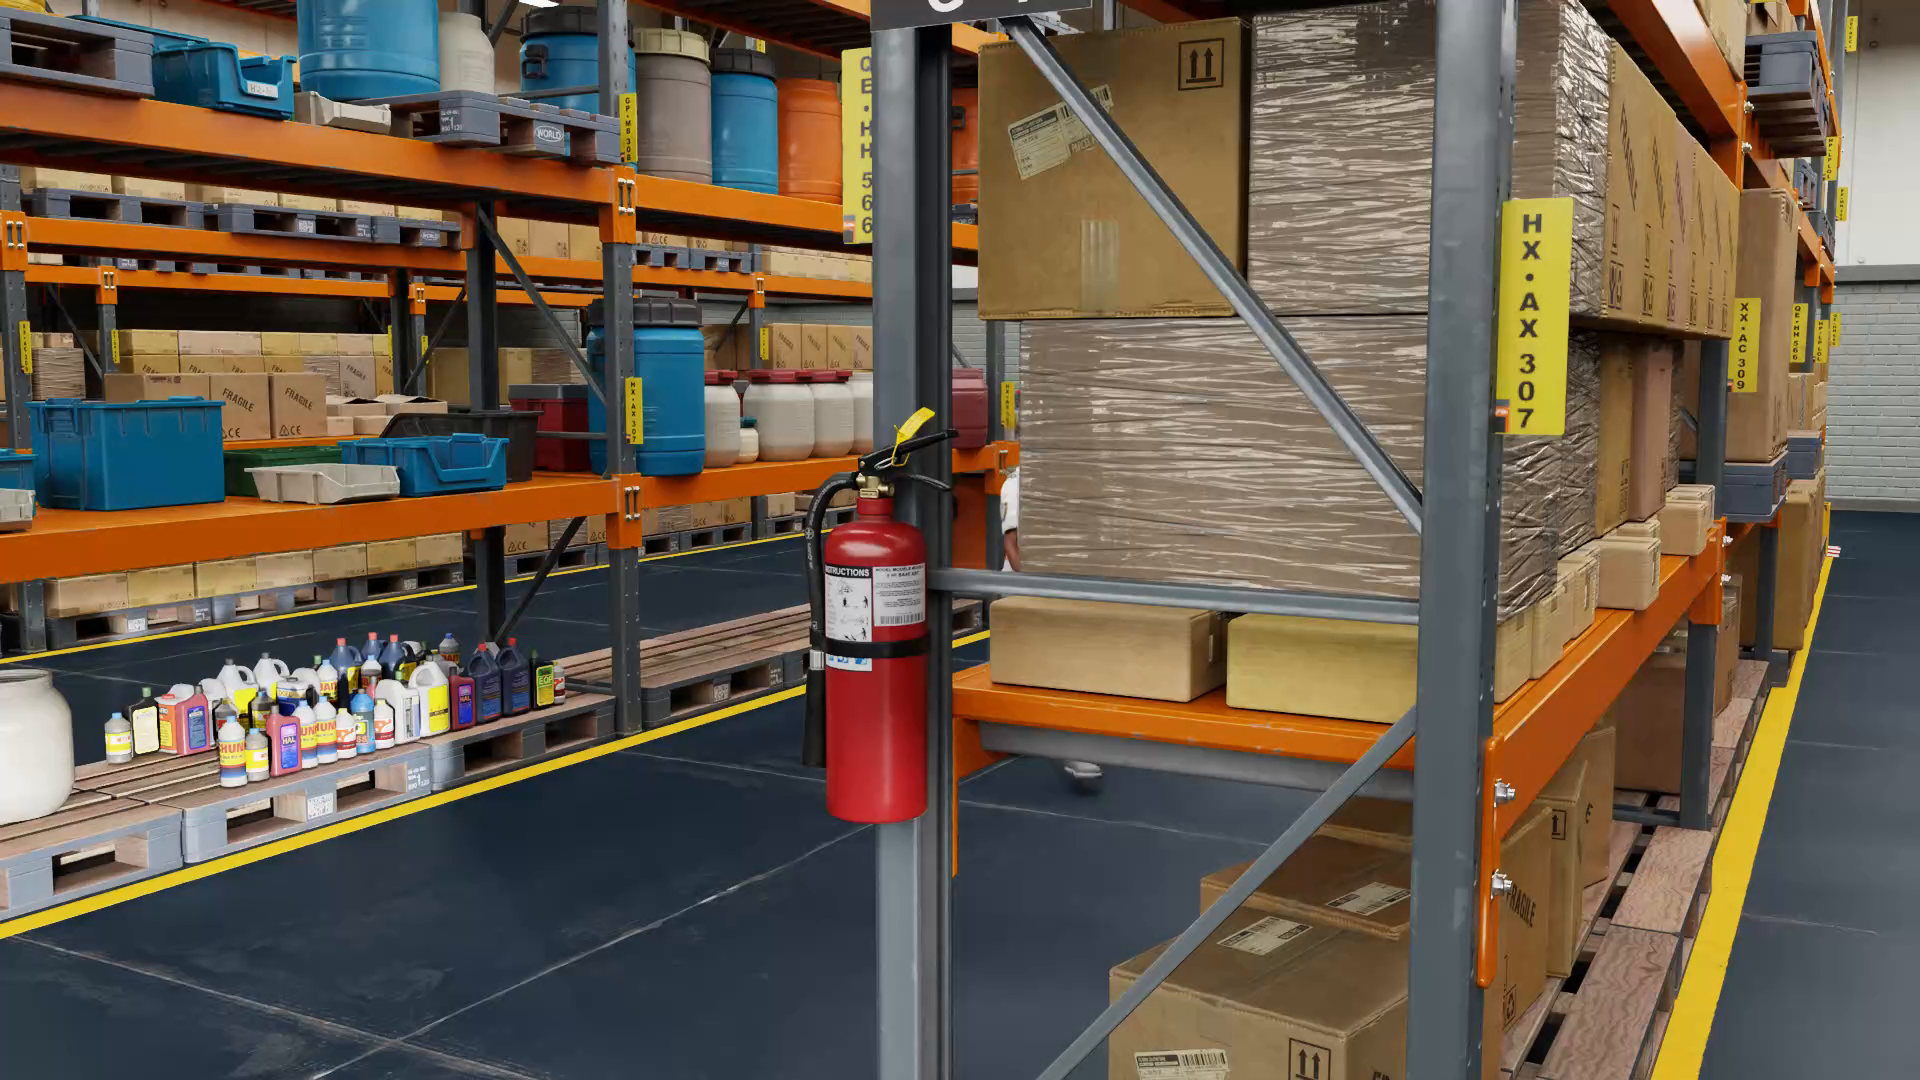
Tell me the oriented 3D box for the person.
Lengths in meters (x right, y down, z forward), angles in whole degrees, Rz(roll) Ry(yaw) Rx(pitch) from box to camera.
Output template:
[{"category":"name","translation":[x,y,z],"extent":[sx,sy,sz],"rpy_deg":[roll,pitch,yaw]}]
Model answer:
[{"category":"person","translation":[0.402,0.213,7.615],"extent":[0.440,1.625,1.031],"rpy_deg":[-1,6,-10]}]
